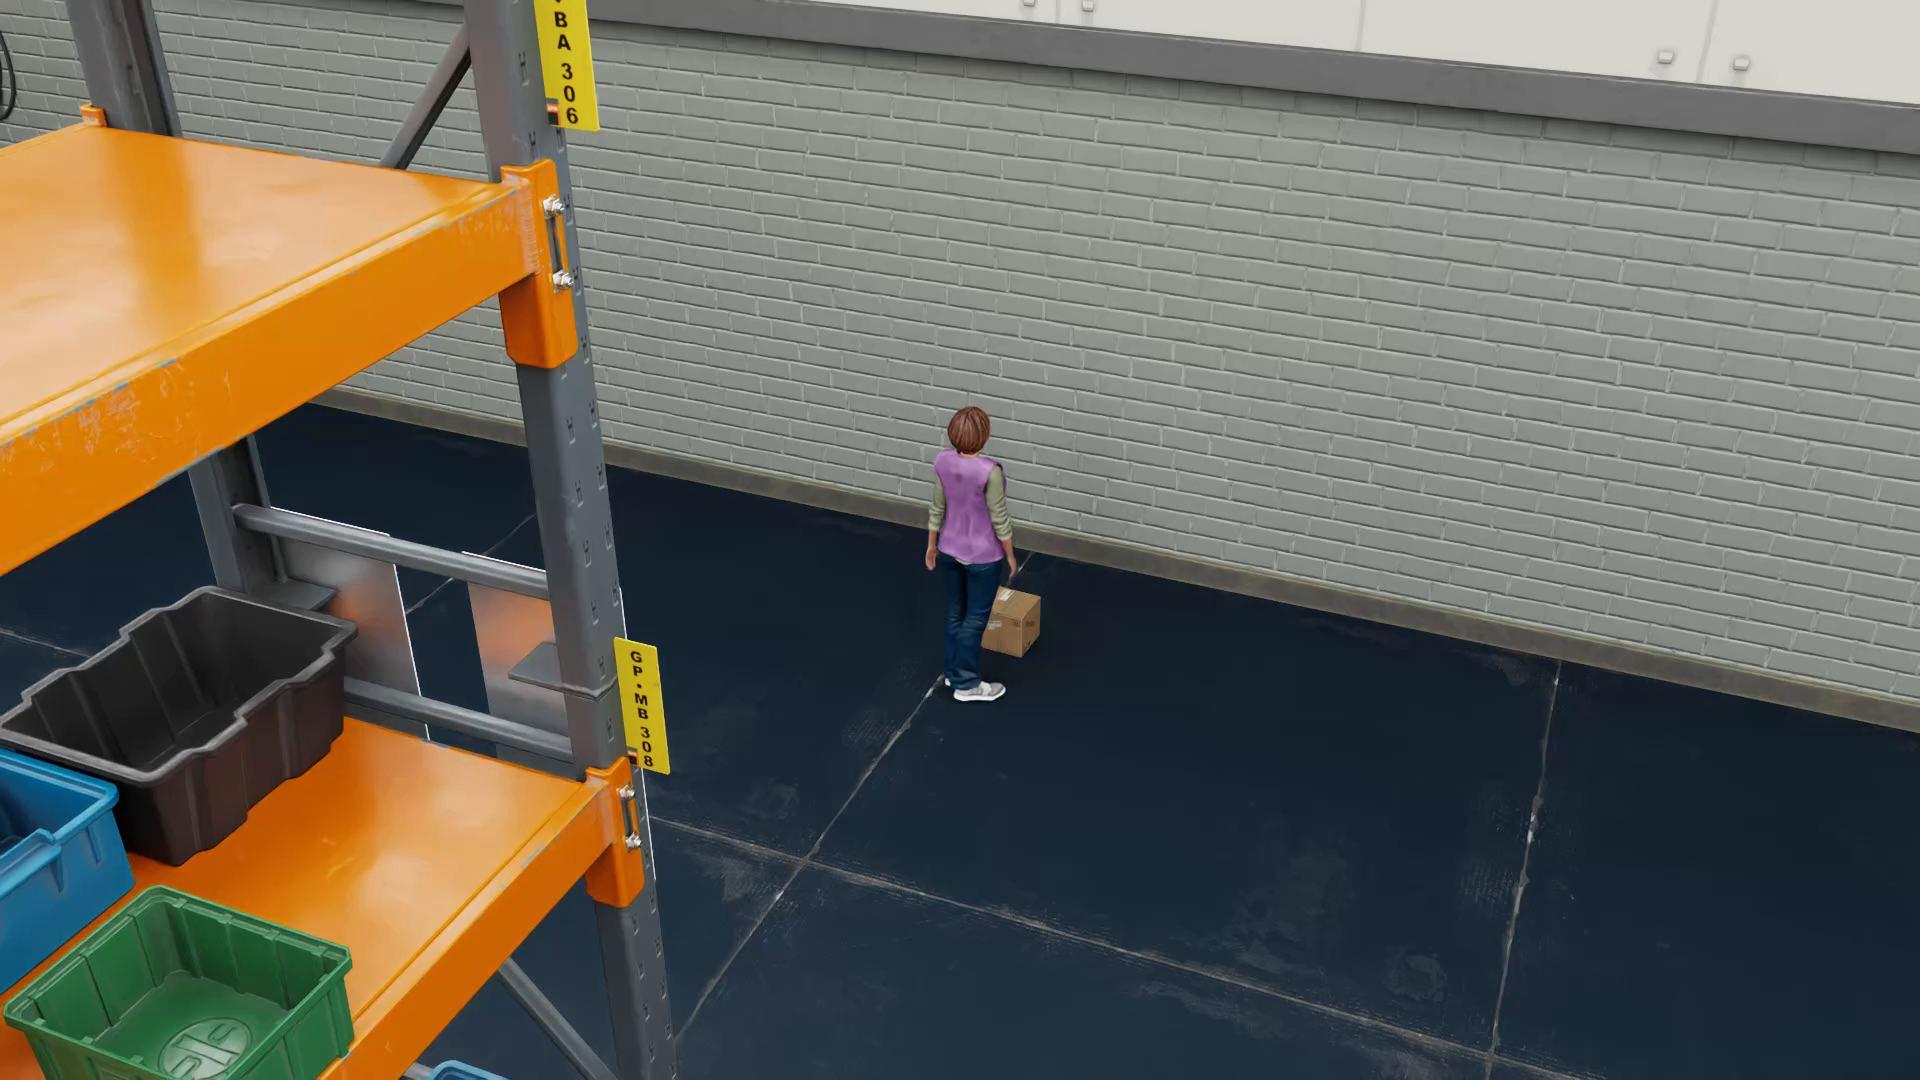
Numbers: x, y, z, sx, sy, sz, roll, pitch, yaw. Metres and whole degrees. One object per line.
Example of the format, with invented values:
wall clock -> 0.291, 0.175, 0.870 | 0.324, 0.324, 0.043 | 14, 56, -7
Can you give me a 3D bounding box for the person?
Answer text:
person -> 0.051, 0.068, 8.243 | 0.450, 1.599, 0.348 | 19, 35, 30
